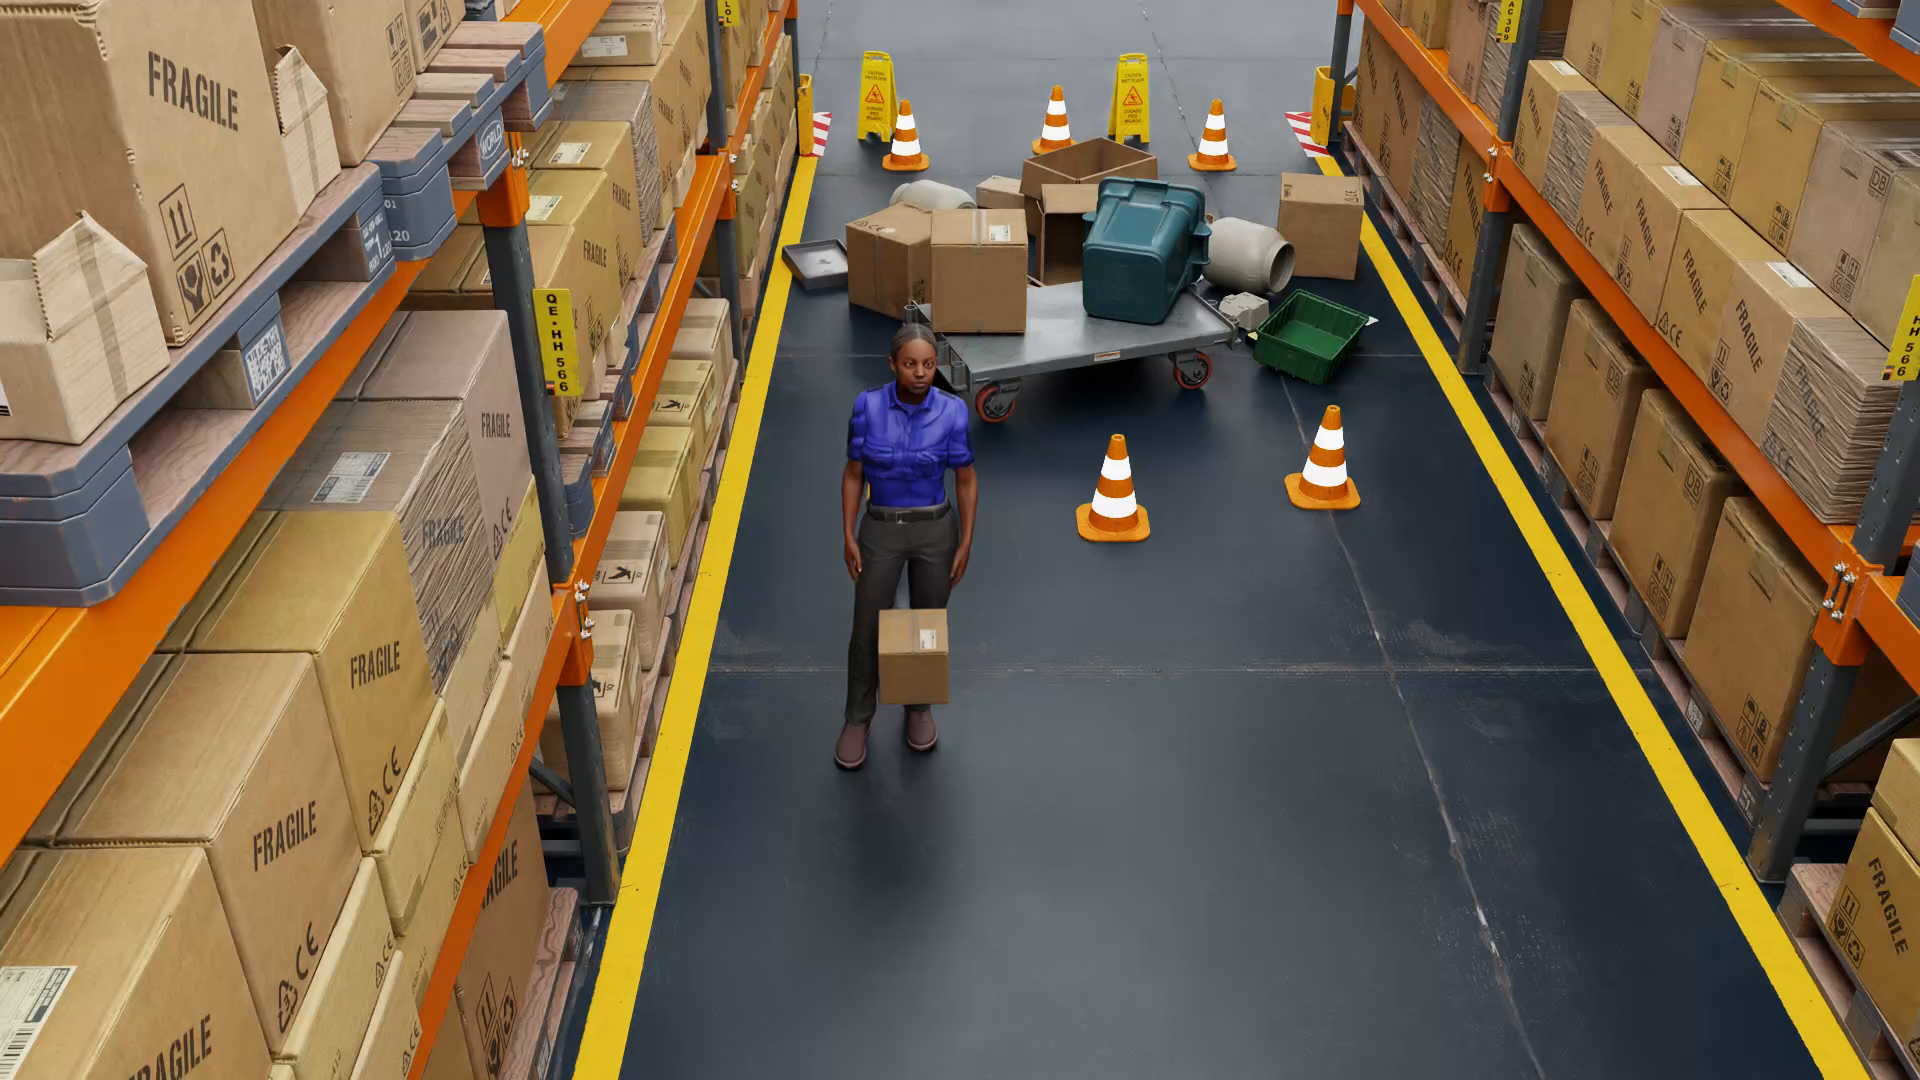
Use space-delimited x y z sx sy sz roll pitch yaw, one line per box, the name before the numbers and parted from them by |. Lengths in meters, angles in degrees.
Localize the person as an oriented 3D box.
person | -0.207 0.038 6.065 0.547 1.654 0.502 0 32 0
